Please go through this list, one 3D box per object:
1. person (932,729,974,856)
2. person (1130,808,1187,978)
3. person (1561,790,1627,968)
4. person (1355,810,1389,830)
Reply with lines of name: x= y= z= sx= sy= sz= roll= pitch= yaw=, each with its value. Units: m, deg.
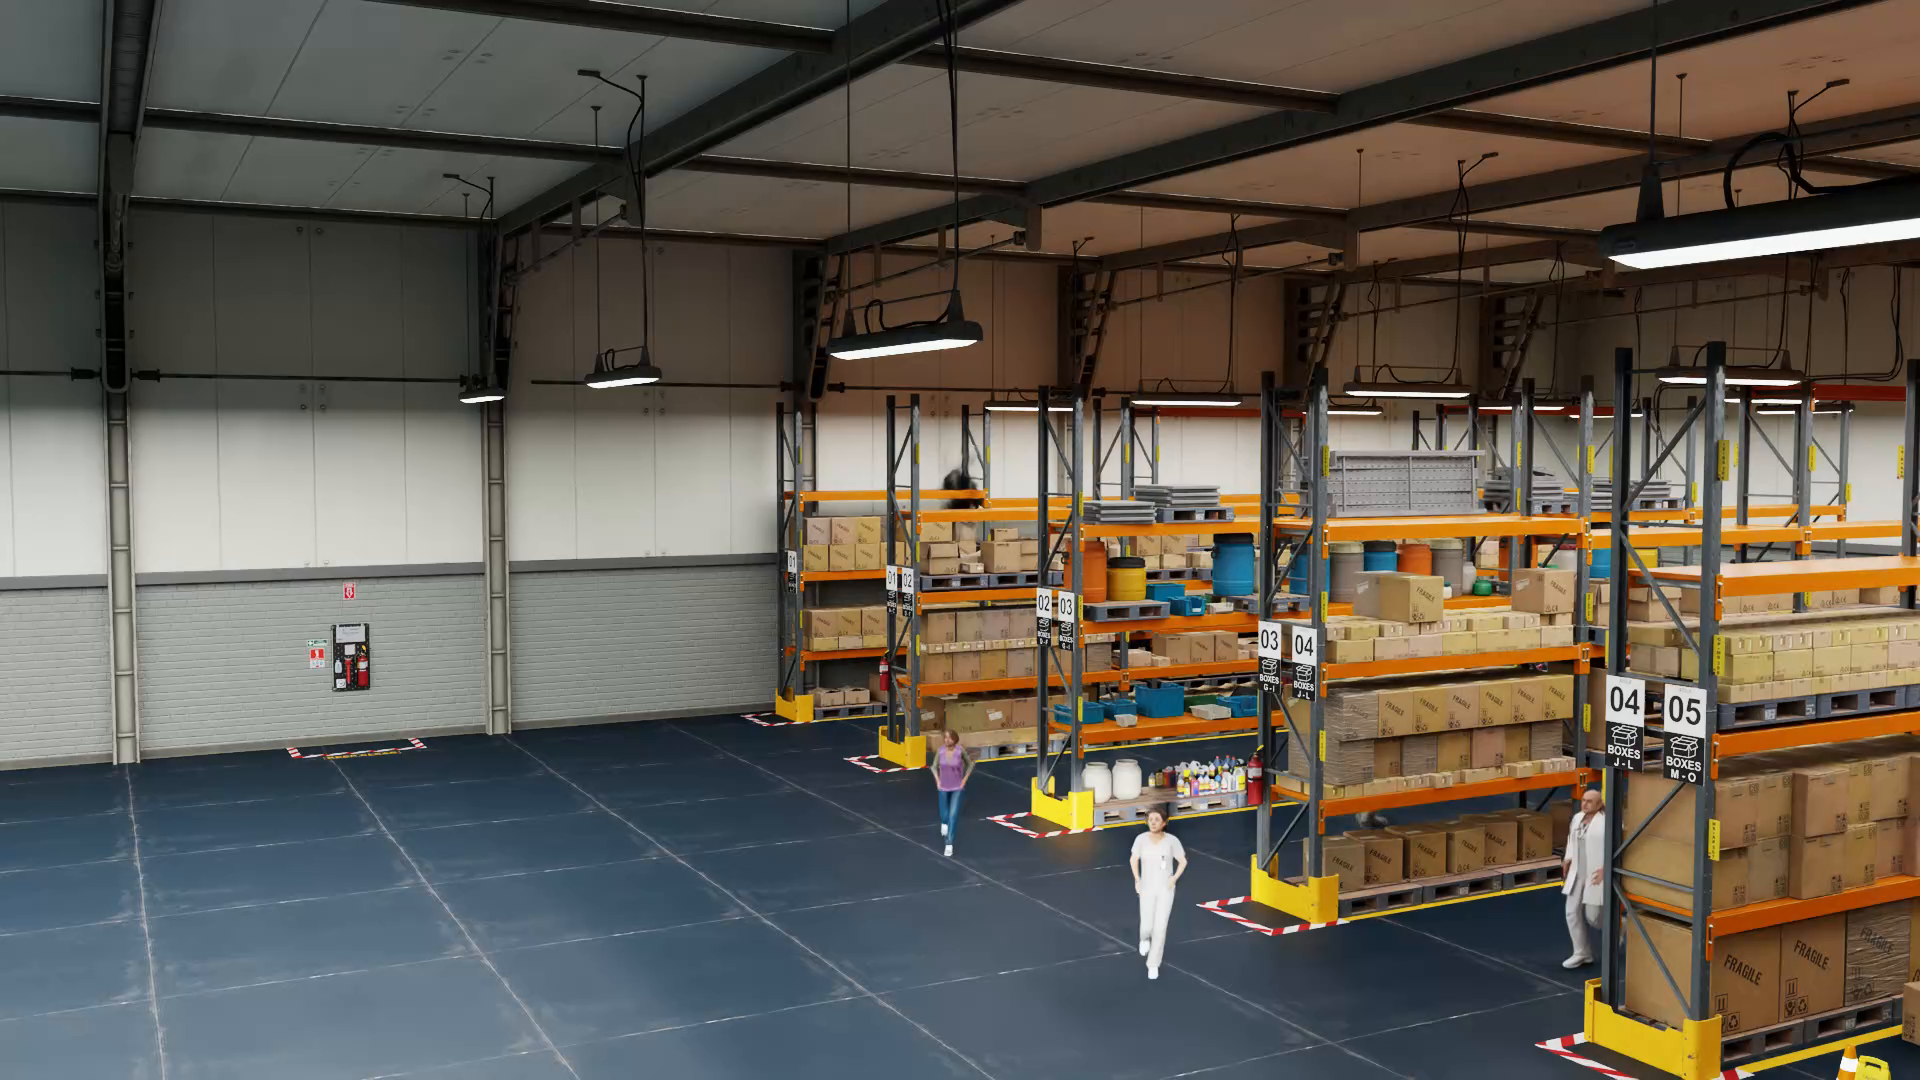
person: x=-0.090 y=3.190 z=21.262 sx=0.541 sy=1.585 sz=0.679 roll=0 pitch=3 yaw=9
person: x=1.947 y=3.433 z=16.322 sx=0.562 sy=1.640 sz=0.611 roll=1 pitch=3 yaw=12
person: x=6.349 y=3.365 z=16.615 sx=0.816 sy=1.745 sz=0.731 roll=-2 pitch=4 yaw=-33
person: x=5.207 y=3.124 z=20.927 sx=0.756 sy=1.750 sz=0.663 roll=-2 pitch=4 yaw=-37
